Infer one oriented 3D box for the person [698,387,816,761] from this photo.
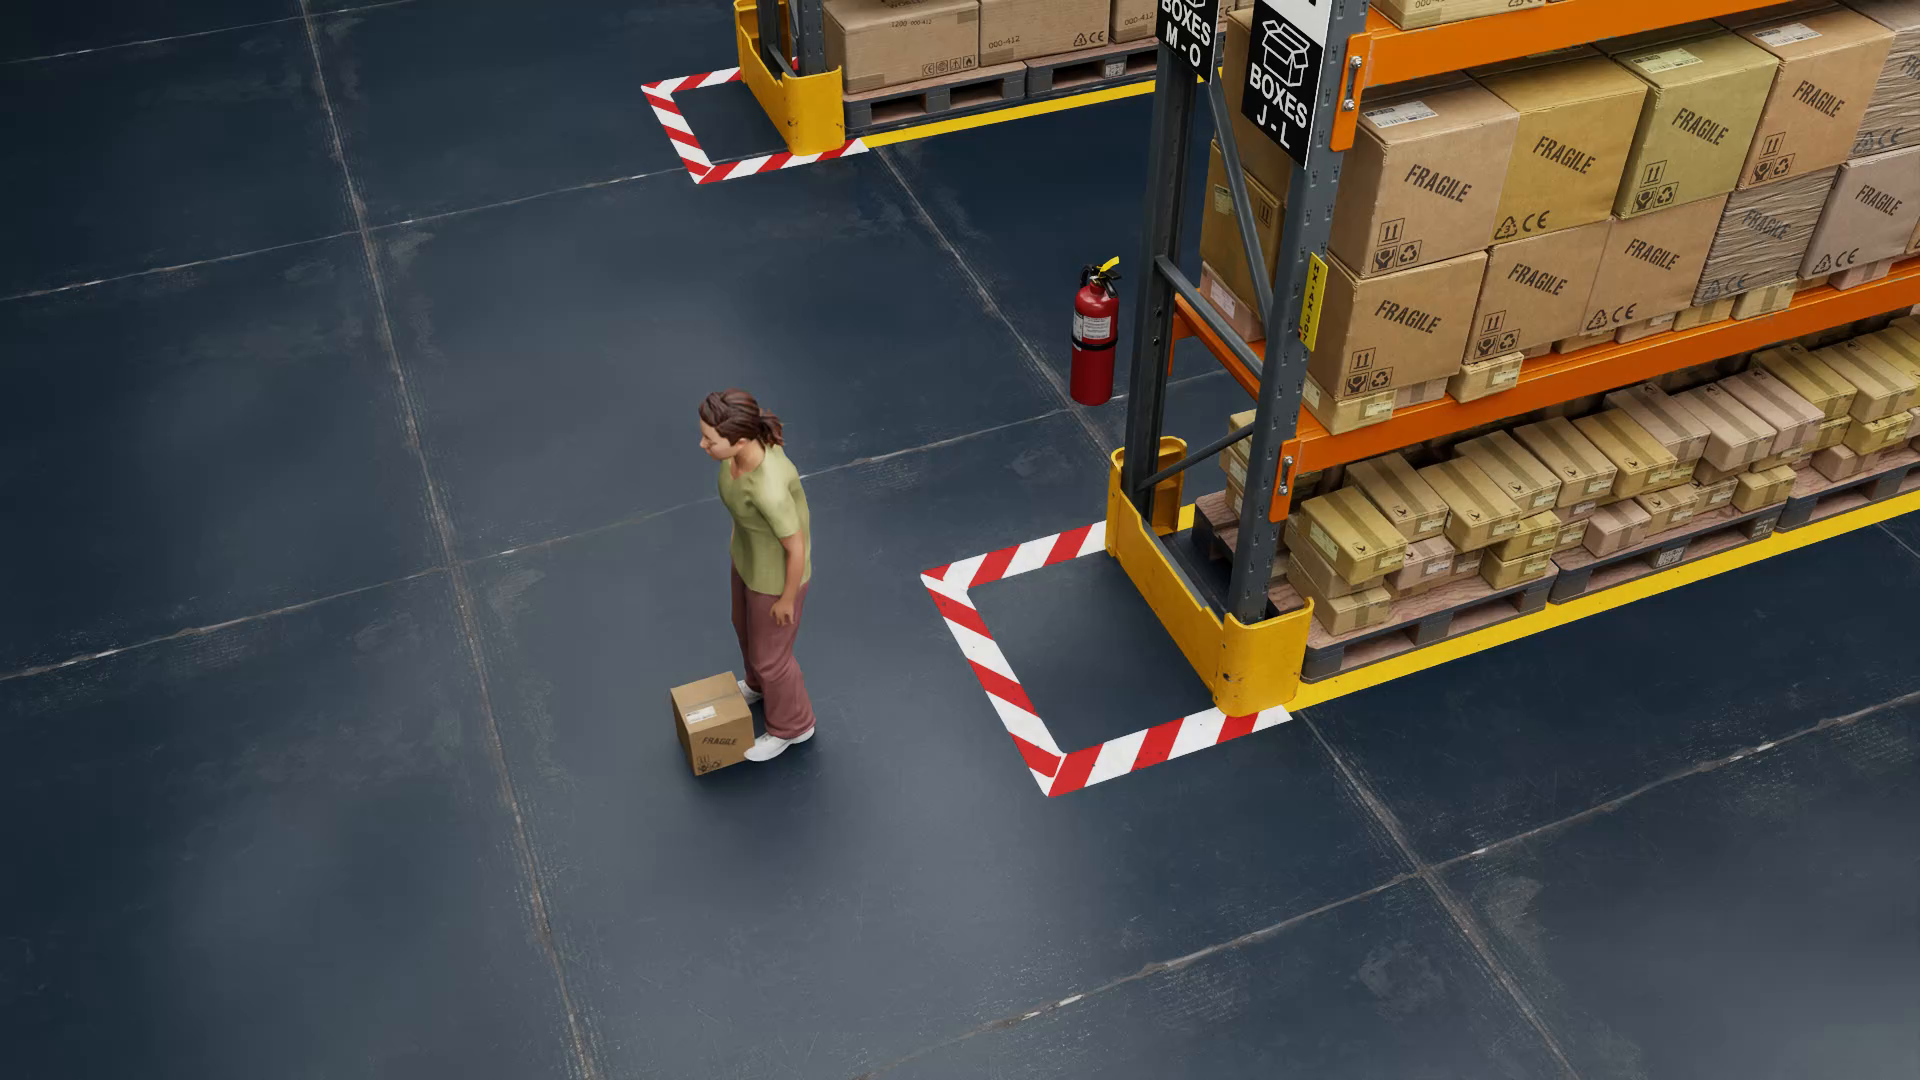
[{"bbox_3d":[-0.726,0.111,6.037,0.364,1.671,0.503,-17,45,-18],"label":"person"}]
